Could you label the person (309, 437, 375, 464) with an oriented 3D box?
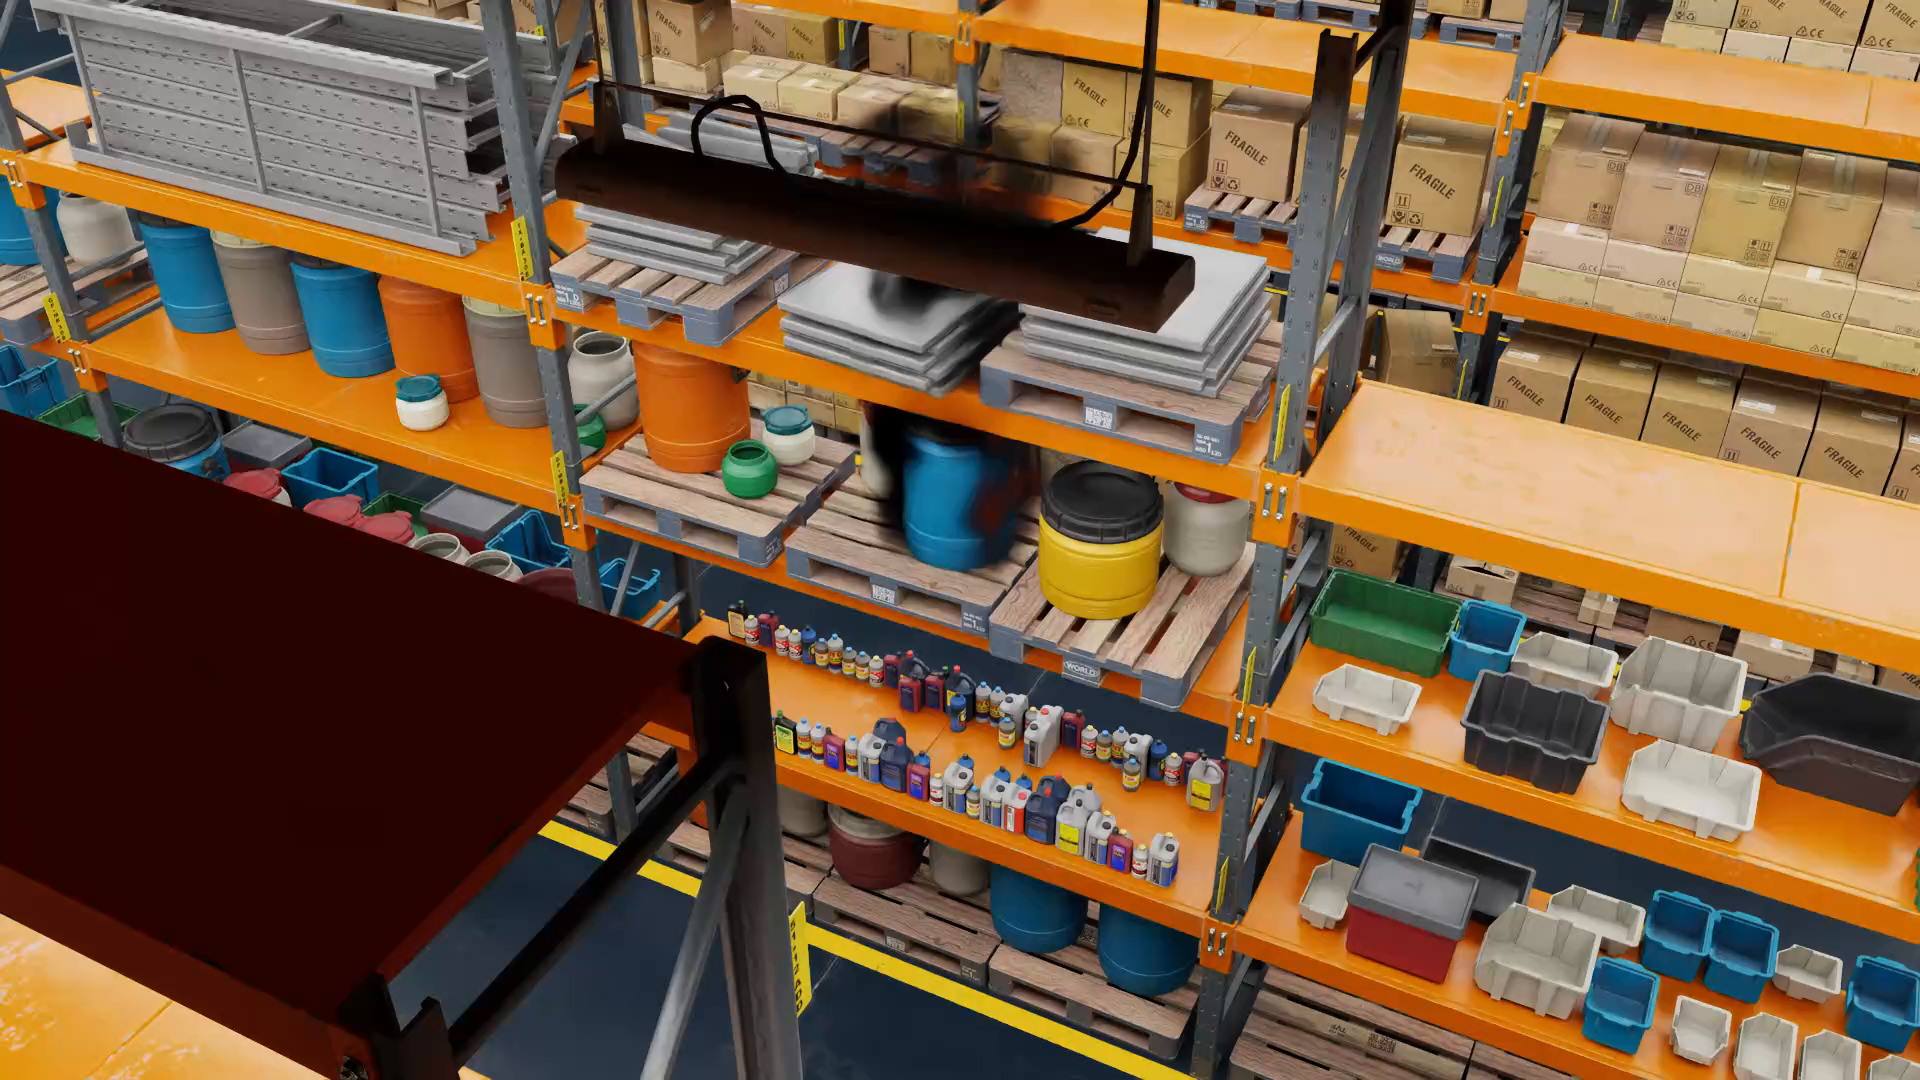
[{"bbox_3d":[-5.339,-1.103,13.950,0.636,1.736,0.645,6,36,9],"label":"person"}]
